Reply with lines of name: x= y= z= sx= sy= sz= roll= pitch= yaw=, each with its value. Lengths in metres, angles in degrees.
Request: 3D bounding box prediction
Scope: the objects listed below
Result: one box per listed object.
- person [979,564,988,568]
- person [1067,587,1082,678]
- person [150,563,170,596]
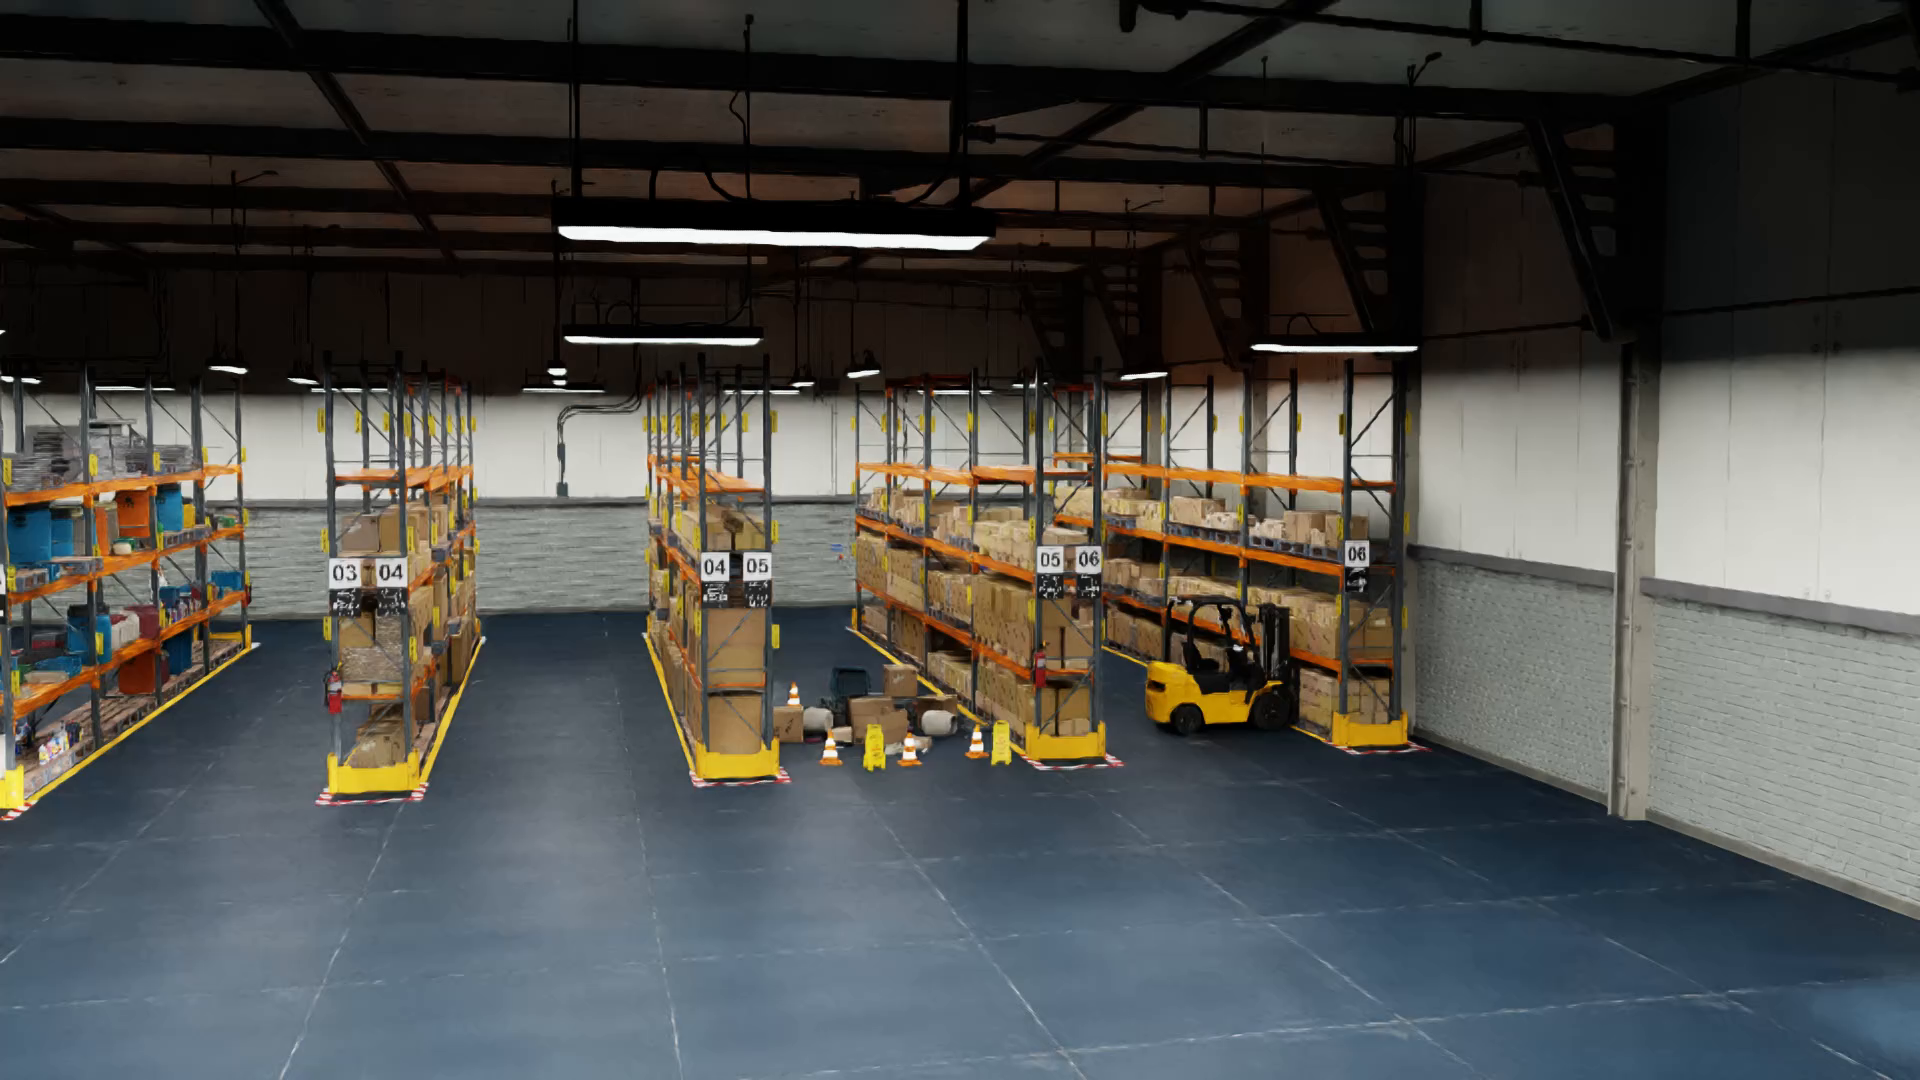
person: x=0.654 y=1.091 z=44.876 sx=0.498 sy=1.581 sz=0.591 roll=4 pitch=6 yaw=45
person: x=2.166 y=1.813 z=32.824 sx=0.630 sy=1.773 sz=0.667 roll=1 pitch=4 yaw=15
person: x=-19.107 y=1.387 z=39.765 sx=0.517 sy=1.672 sz=0.659 roll=1 pitch=4 yaw=19
